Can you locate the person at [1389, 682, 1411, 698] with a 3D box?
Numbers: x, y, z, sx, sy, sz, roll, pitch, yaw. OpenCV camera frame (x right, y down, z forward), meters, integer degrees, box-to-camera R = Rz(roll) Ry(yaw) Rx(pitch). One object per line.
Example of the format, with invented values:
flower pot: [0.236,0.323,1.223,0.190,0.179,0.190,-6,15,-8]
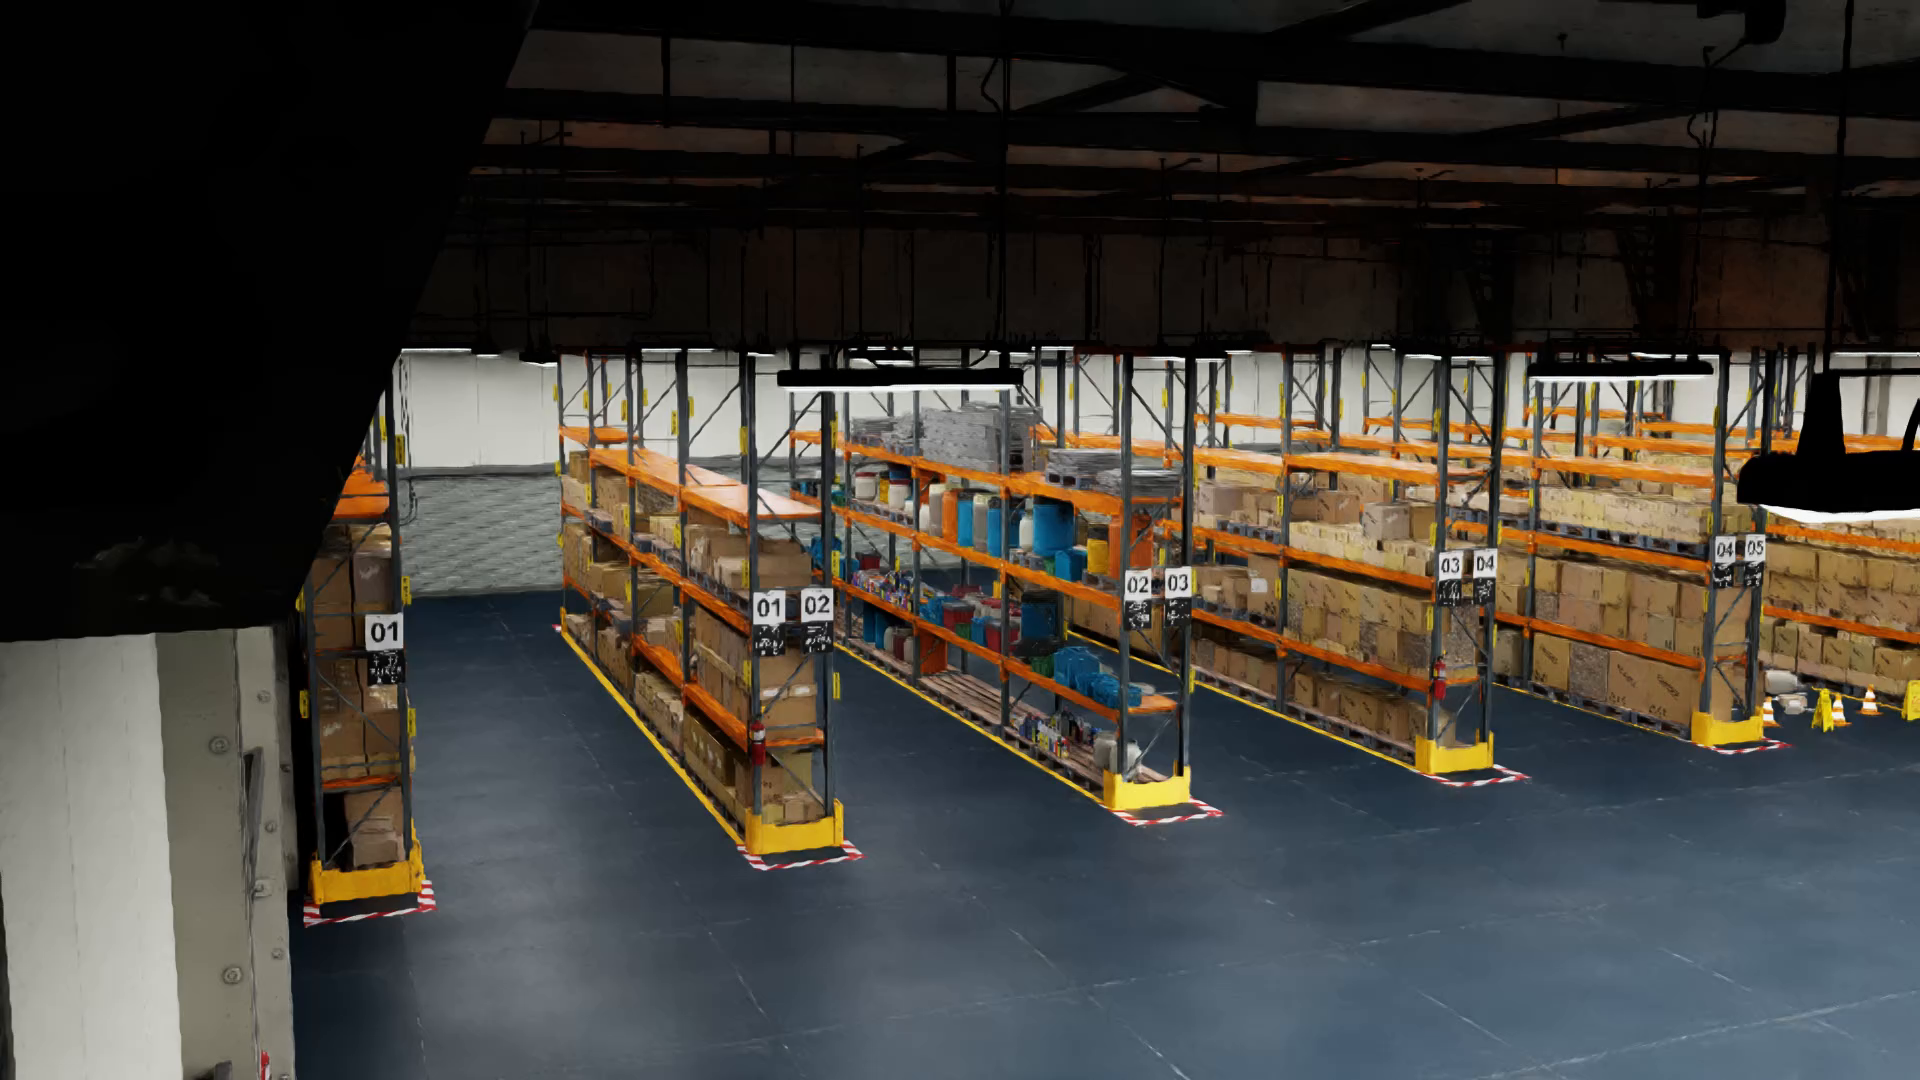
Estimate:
person: [7.386,2.035,27.737,0.592,1.590,0.513,-3,8,-23]
